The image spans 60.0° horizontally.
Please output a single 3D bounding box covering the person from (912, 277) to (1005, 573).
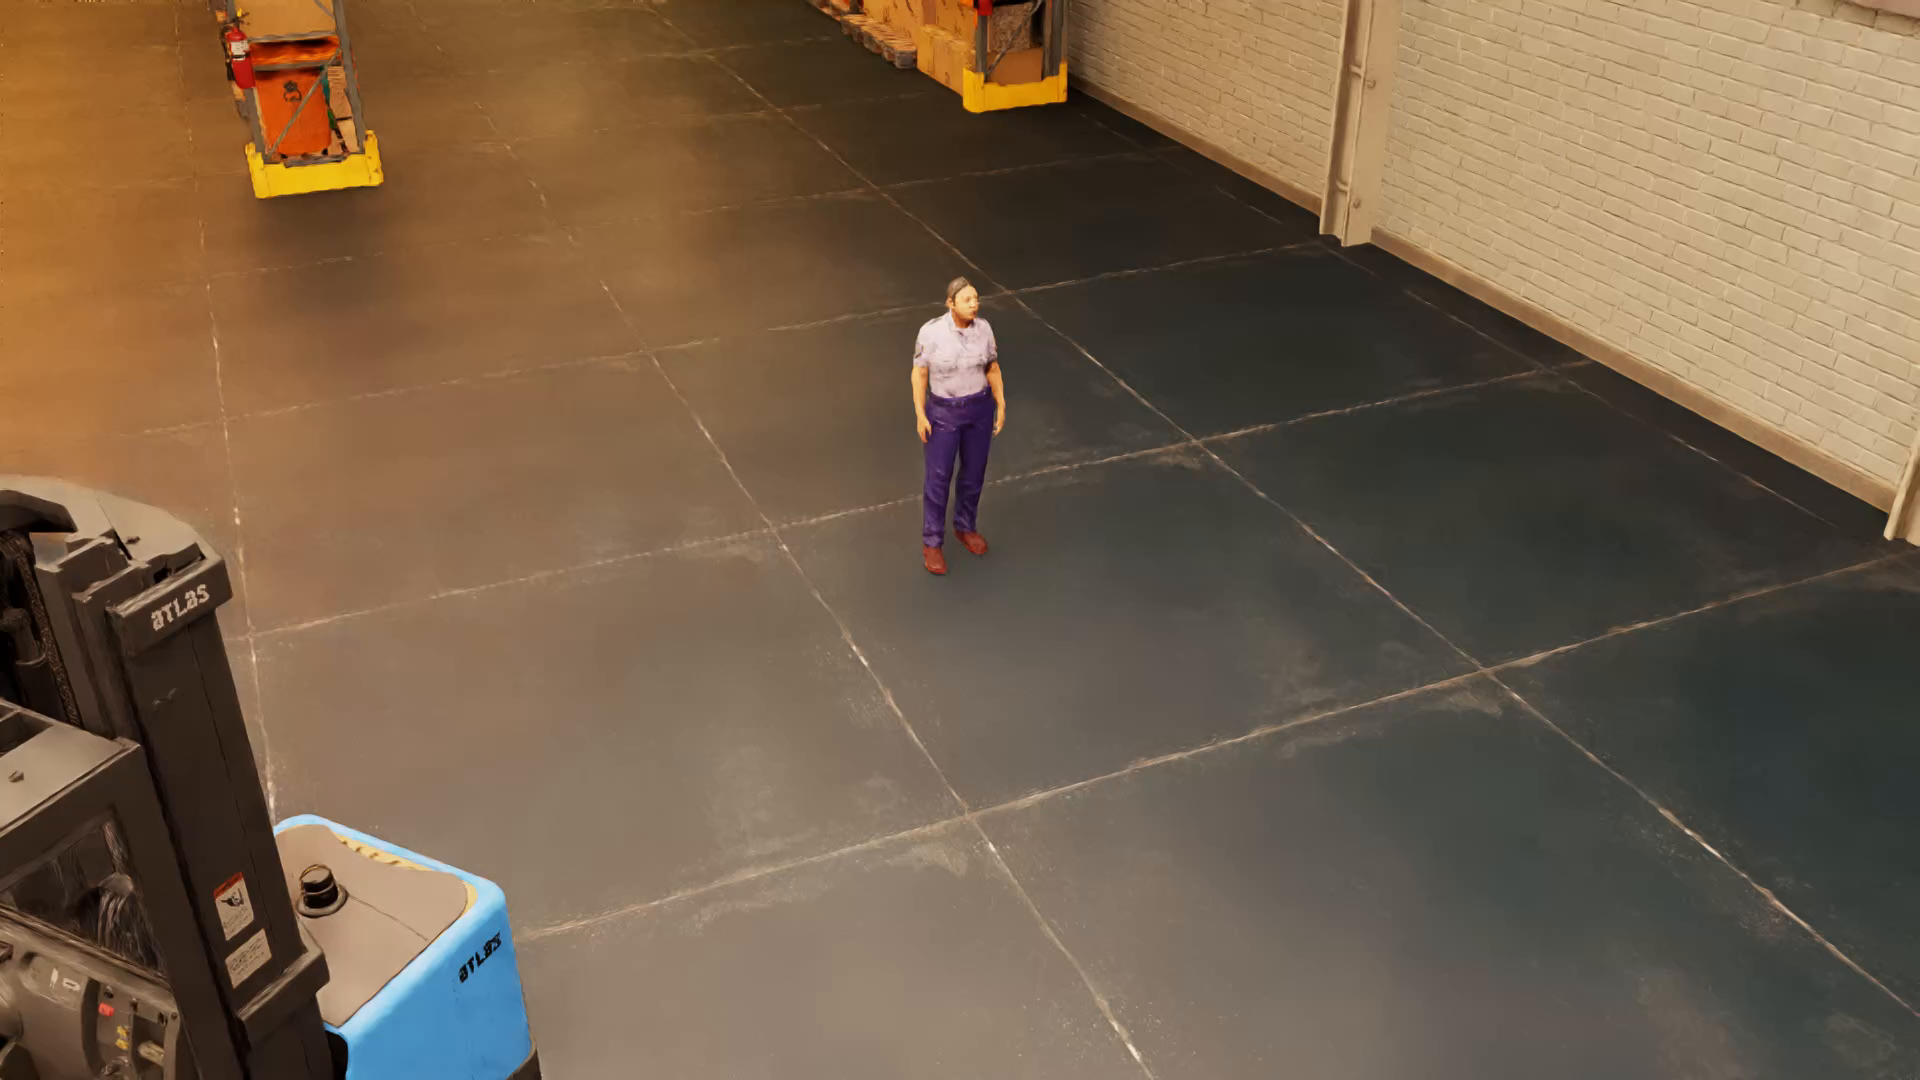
[{"bbox_3d":[0.015,-0.676,9.581,0.599,1.650,0.502,-12,32,-20],"label":"person"}]

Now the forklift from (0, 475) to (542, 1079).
[{"bbox_3d":[-2.673,1.418,4.639,1.130,2.935,3.031,14,32,22],"label":"forklift"}]
